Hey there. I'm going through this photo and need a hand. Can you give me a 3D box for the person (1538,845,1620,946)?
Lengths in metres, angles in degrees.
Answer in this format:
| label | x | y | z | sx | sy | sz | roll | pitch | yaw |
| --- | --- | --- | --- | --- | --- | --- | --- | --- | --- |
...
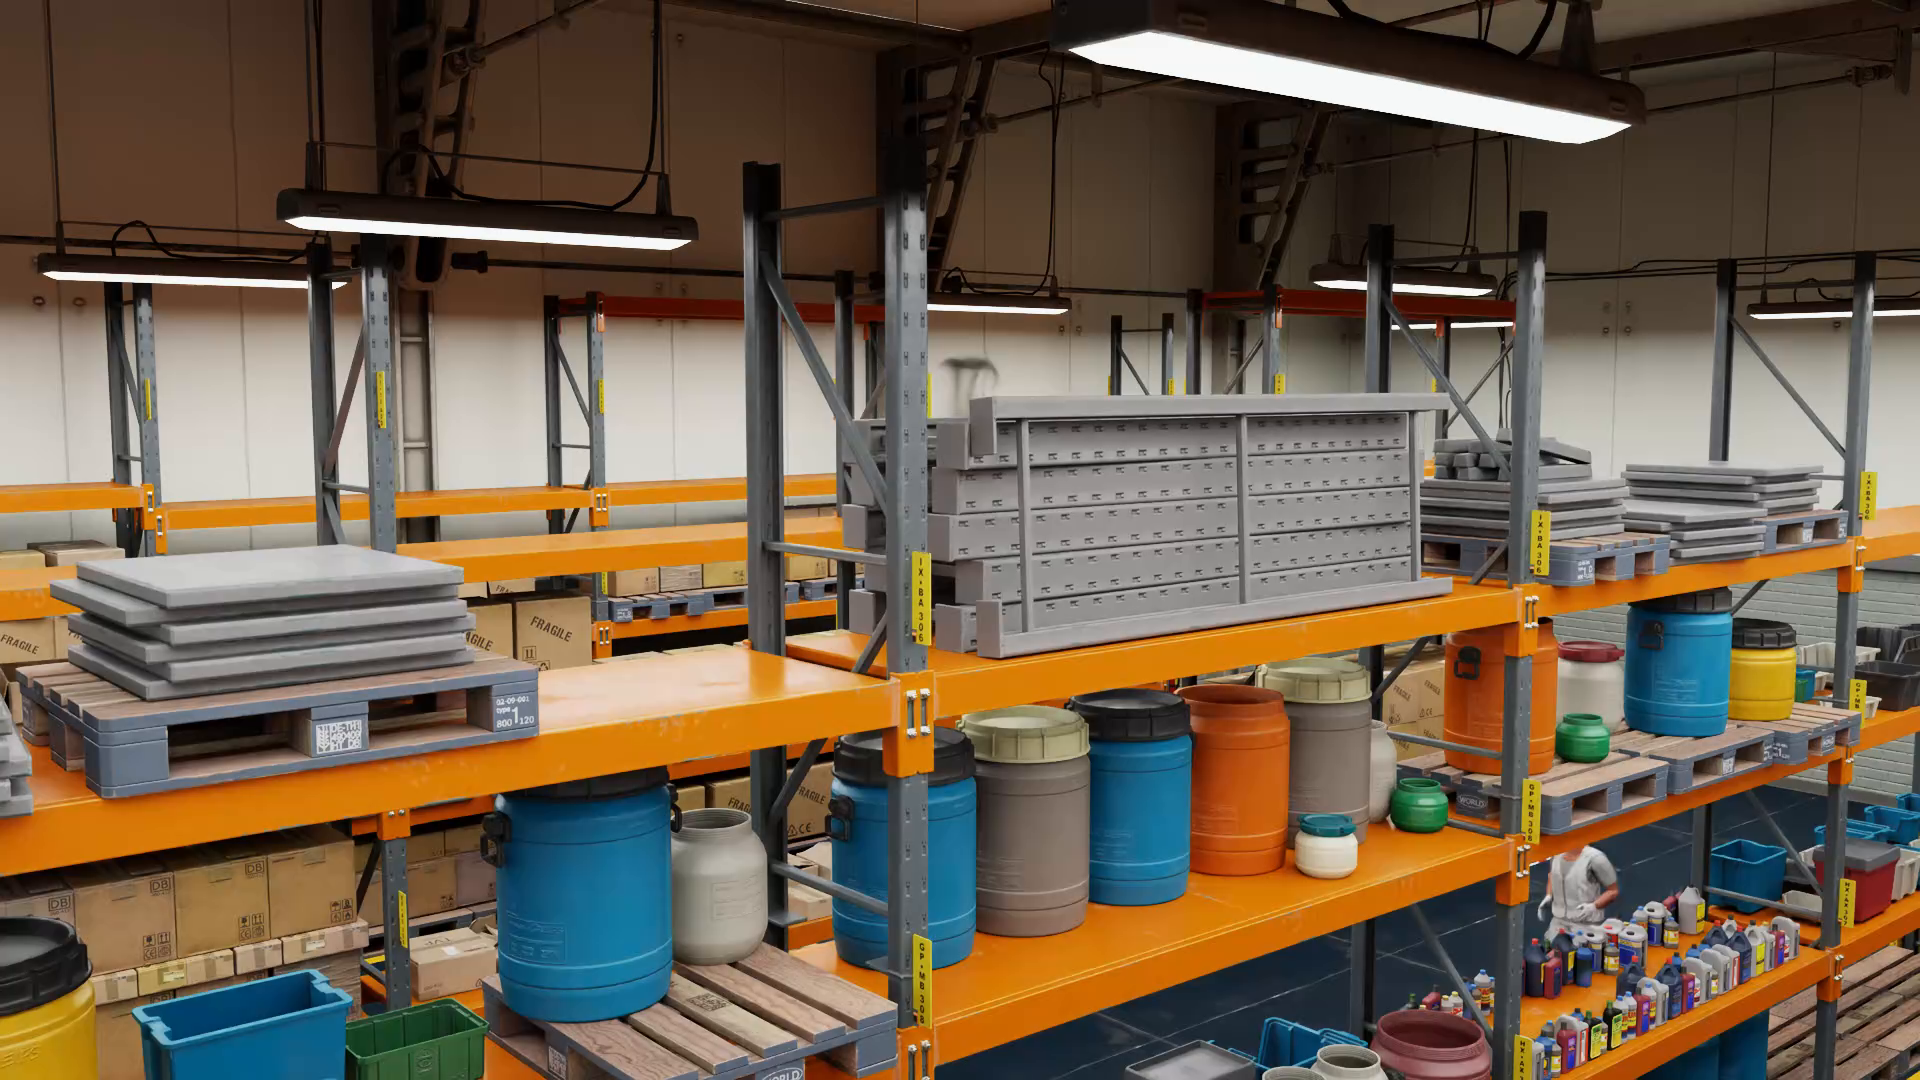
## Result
| label | x | y | z | sx | sy | sz | roll | pitch | yaw |
| --- | --- | --- | --- | --- | --- | --- | --- | --- | --- |
| person | 4.938 | 3.027 | 13.273 | 0.646 | 1.754 | 0.649 | -4 | 7 | -36 |
